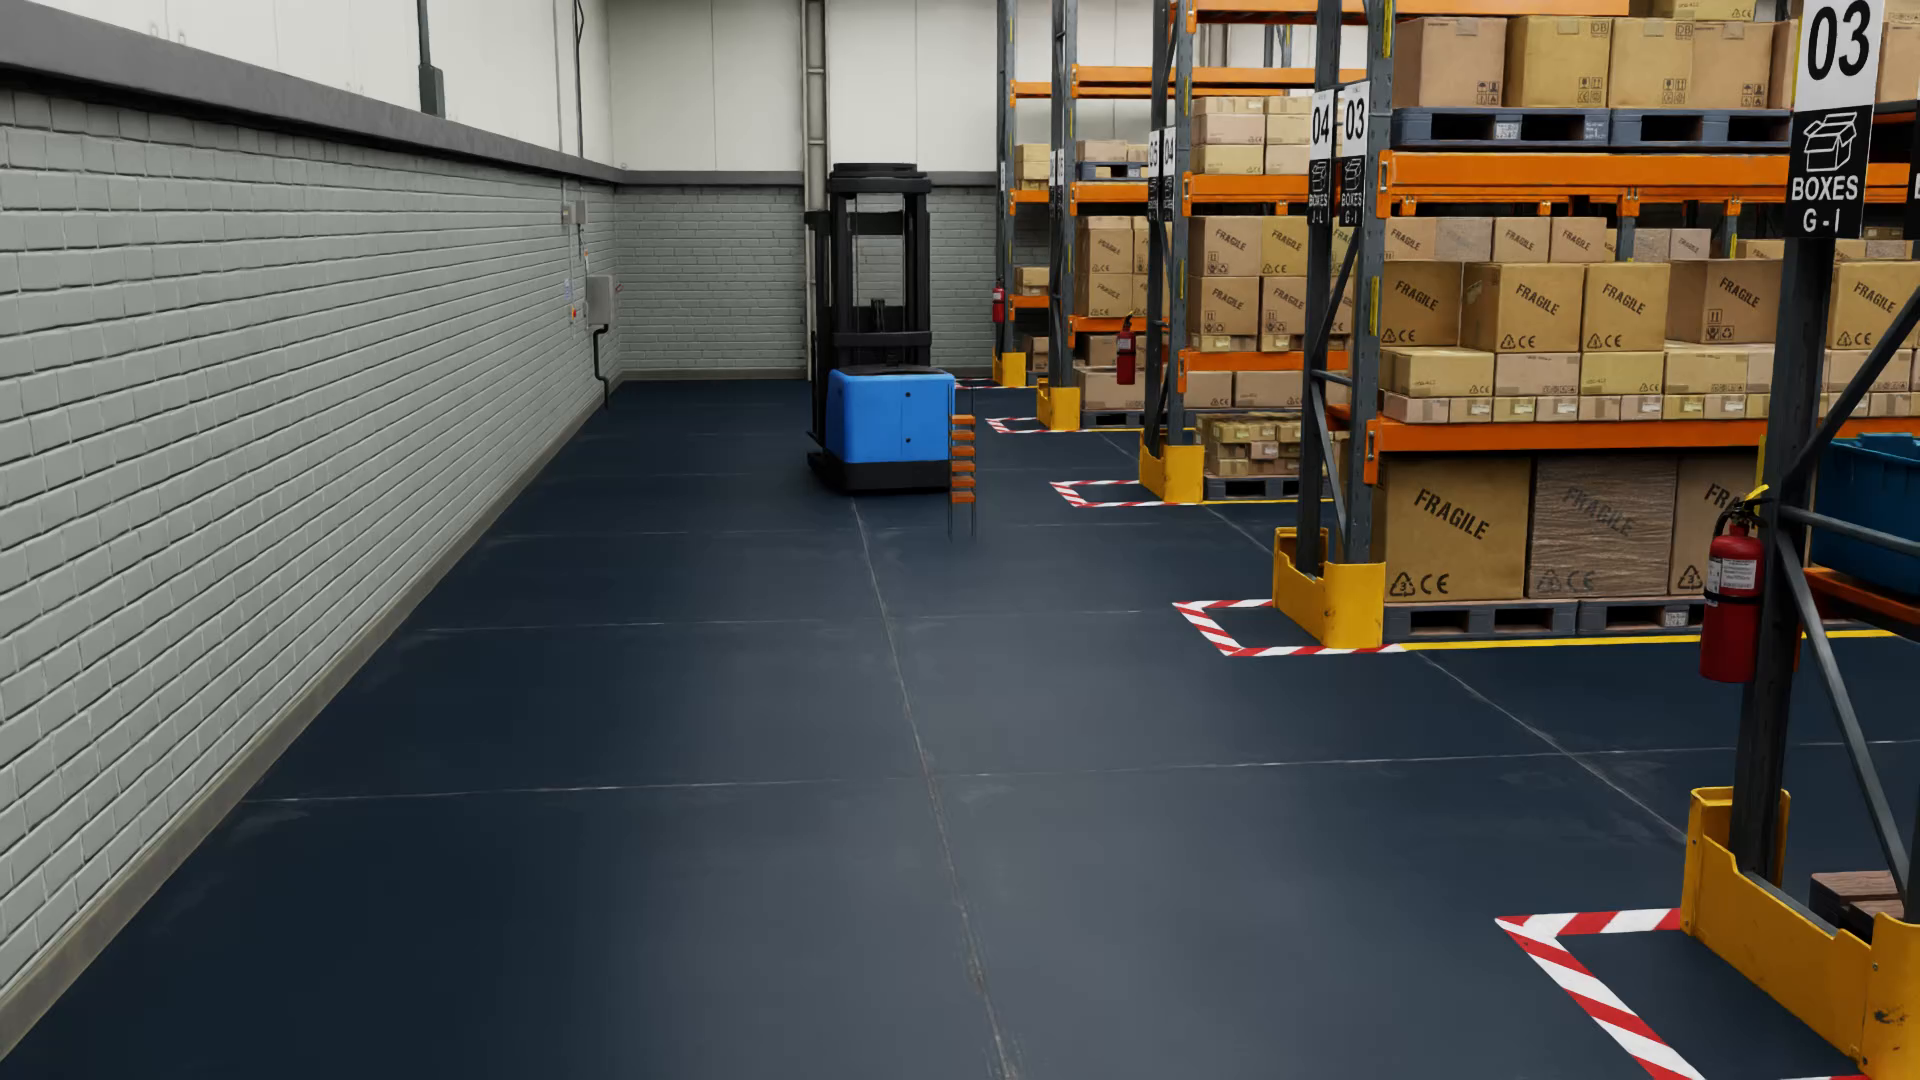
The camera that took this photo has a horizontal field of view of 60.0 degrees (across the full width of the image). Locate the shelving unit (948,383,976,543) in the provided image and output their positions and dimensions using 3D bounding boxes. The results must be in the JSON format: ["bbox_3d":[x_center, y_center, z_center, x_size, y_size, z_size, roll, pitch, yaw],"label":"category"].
[{"bbox_3d":[0.014,-0.589,12.754,0.189,1.200,0.258,-1,11,-6],"label":"shelving unit"}]

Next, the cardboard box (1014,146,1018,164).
[{"bbox_3d":[1.065,-5.658,24.416,0.500,0.250,0.500,-2,11,-8],"label":"cardboard box"}]

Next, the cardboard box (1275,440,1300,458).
[{"bbox_3d":[2.889,-0.838,14.886,0.250,0.149,0.380,-1,11,-5],"label":"cardboard box"}]

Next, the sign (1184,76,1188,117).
[{"bbox_3d":[1.887,-3.703,13.886,0.005,0.325,0.100,-1,11,-6],"label":"sign"}]

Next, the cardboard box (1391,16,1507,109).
[{"bbox_3d":[2.774,-2.750,9.698,0.500,0.500,0.700,-2,11,-10],"label":"cardboard box"}]

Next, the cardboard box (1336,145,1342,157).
[{"bbox_3d":[3.337,-3.288,14.431,0.500,0.250,0.500,-2,11,-8],"label":"cardboard box"}]

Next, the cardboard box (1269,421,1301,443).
[{"bbox_3d":[2.911,-0.961,14.738,0.250,0.149,0.380,-1,11,-6],"label":"cardboard box"}]

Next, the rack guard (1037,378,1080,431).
[{"bbox_3d":[1.169,-1.626,19.845,0.348,0.500,1.175,-1,11,-6],"label":"rack guard"}]

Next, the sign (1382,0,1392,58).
[{"bbox_3d":[2.317,-2.786,9.016,0.005,0.325,0.100,-1,11,-6],"label":"sign"}]

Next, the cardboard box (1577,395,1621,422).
[{"bbox_3d":[3.673,-0.796,9.790,0.250,0.149,0.380,-1,11,-7],"label":"cardboard box"}]

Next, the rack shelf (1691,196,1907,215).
[{"bbox_3d":[11.134,-4.181,20.446,4.000,0.370,1.077,-1,11,-6],"label":"rack shelf"}]

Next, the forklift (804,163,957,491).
[{"bbox_3d":[-0.885,-2.117,16.040,1.130,2.935,3.031,-3,11,-14],"label":"forklift"}]

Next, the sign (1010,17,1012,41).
[{"bbox_3d":[0.712,-7.142,23.243,0.005,0.325,0.100,-1,11,-6],"label":"sign"}]

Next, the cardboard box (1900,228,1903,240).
[{"bbox_3d":[11.734,-3.743,20.330,0.250,0.149,0.380,-2,11,-9],"label":"cardboard box"}]

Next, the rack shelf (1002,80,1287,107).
[{"bbox_3d":[2.641,-6.436,24.151,4.000,0.370,1.077,-1,11,-6],"label":"rack shelf"}]

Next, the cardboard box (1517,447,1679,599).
[{"bbox_3d":[3.795,-0.164,10.346,0.875,0.875,0.875,-1,11,-6],"label":"cardboard box"}]

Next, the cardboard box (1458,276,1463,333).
[{"bbox_3d":[4.343,-2.100,14.742,0.500,0.500,0.500,-1,11,-6],"label":"cardboard box"}]

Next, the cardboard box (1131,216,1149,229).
[{"bbox_3d":[2.099,-3.668,19.219,0.250,0.149,0.380,-1,11,-4],"label":"cardboard box"}]

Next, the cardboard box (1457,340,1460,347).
[{"bbox_3d":[3.221,-1.097,10.289,0.500,0.250,0.500,-1,11,-7],"label":"cardboard box"}]

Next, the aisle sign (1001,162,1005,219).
[{"bbox_3d":[0.617,-5.023,23.904,0.004,0.787,0.394,-1,11,-6],"label":"aisle sign"}]

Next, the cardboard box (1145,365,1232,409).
[{"bbox_3d":[2.747,-1.856,20.086,0.875,0.438,0.875,-1,11,-5],"label":"cardboard box"}]

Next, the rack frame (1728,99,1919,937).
[{"bbox_3d":[2.798,-0.003,5.108,0.127,3.000,1.000,-1,11,-6],"label":"rack frame"}]

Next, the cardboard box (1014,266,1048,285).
[{"bbox_3d":[1.082,-3.938,24.742,0.500,0.250,0.500,-1,11,-4],"label":"cardboard box"}]

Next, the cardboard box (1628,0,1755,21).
[{"bbox_3d":[4.272,-3.137,9.722,0.500,0.250,0.500,-2,11,-8],"label":"cardboard box"}]

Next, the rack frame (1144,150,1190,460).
[{"bbox_3d":[1.828,-1.906,14.789,0.127,3.000,1.000,-1,11,-6],"label":"rack frame"}]

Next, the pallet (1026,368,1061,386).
[{"bbox_3d":[1.521,-2.455,24.811,1.213,0.211,1.003,-1,11,-6],"label":"pallet"}]

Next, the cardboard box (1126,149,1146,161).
[{"bbox_3d":[2.039,-4.508,19.549,0.250,0.149,0.380,-2,11,-10],"label":"cardboard box"}]

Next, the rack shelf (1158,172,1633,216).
[{"bbox_3d":[3.816,-3.067,14.781,4.000,0.370,1.077,-1,11,-6],"label":"rack shelf"}]

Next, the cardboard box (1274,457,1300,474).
[{"bbox_3d":[2.881,-0.691,14.907,0.250,0.149,0.380,-1,11,-5],"label":"cardboard box"}]

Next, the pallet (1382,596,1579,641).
[{"bbox_3d":[3.050,0.384,10.370,1.213,0.211,1.003,-1,11,-6],"label":"pallet"}]

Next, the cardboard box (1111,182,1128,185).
[{"bbox_3d":[2.268,-5.138,24.101,0.250,0.149,0.380,-1,11,-7],"label":"cardboard box"}]

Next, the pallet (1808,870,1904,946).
[{"bbox_3d":[3.622,1.355,5.427,1.213,0.211,1.003,-1,11,-6],"label":"pallet"}]

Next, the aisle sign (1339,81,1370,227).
[{"bbox_3d":[2.224,-2.170,9.389,0.004,0.787,0.394,-1,11,-6],"label":"aisle sign"}]

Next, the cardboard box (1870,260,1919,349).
[{"bbox_3d":[5.812,-1.416,9.967,0.500,0.500,0.500,-1,11,-4],"label":"cardboard box"}]

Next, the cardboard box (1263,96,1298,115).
[{"bbox_3d":[2.708,-3.702,14.206,0.250,0.149,0.380,-1,11,-6],"label":"cardboard box"}]

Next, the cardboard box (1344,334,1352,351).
[{"bbox_3d":[3.471,-1.768,14.736,0.250,0.149,0.380,-1,11,-7],"label":"cardboard box"}]

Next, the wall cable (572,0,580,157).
[{"bbox_3d":[-4.510,-5.769,18.884,0.029,3.000,2.355,-1,11,-6],"label":"wall cable"}]

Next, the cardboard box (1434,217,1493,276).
[{"bbox_3d":[4.343,-2.594,14.664,0.500,0.500,0.500,-1,11,-5],"label":"cardboard box"}]

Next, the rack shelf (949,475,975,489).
[{"bbox_3d":[0.014,-0.428,12.786,0.180,0.103,0.258,-1,11,-6],"label":"rack shelf"}]

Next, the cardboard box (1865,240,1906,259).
[{"bbox_3d":[11.161,-3.420,20.368,0.500,0.500,0.500,-2,11,-8],"label":"cardboard box"}]

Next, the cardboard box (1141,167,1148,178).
[{"bbox_3d":[2.649,-5.344,24.119,0.500,0.250,0.500,-1,11,-7],"label":"cardboard box"}]

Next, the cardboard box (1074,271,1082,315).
[{"bbox_3d":[1.644,-2.963,19.906,0.500,0.500,0.500,-1,11,-6],"label":"cardboard box"}]

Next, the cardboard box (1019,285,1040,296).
[{"bbox_3d":[1.010,-3.636,24.240,0.250,0.149,0.380,-1,11,-7],"label":"cardboard box"}]

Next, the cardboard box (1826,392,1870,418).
[{"bbox_3d":[5.205,-0.828,9.954,0.250,0.149,0.380,-1,11,-5],"label":"cardboard box"}]

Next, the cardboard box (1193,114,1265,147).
[{"bbox_3d":[2.302,-3.509,14.260,0.500,0.250,0.500,-1,11,-5],"label":"cardboard box"}]

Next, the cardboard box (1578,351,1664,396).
[{"bbox_3d":[3.785,-1.005,9.824,0.500,0.250,0.500,-2,11,-8],"label":"cardboard box"}]

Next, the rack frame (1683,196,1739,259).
[{"bbox_3d":[9.146,-3.020,20.454,0.127,3.000,1.000,-1,11,-6],"label":"rack frame"}]

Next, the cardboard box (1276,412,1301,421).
[{"bbox_3d":[3.091,-1.082,15.357,0.250,0.149,0.380,-2,11,-8],"label":"cardboard box"}]

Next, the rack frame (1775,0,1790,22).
[{"bbox_3d":[12.583,-6.999,25.141,0.127,3.000,1.000,-1,11,-6],"label":"rack frame"}]
